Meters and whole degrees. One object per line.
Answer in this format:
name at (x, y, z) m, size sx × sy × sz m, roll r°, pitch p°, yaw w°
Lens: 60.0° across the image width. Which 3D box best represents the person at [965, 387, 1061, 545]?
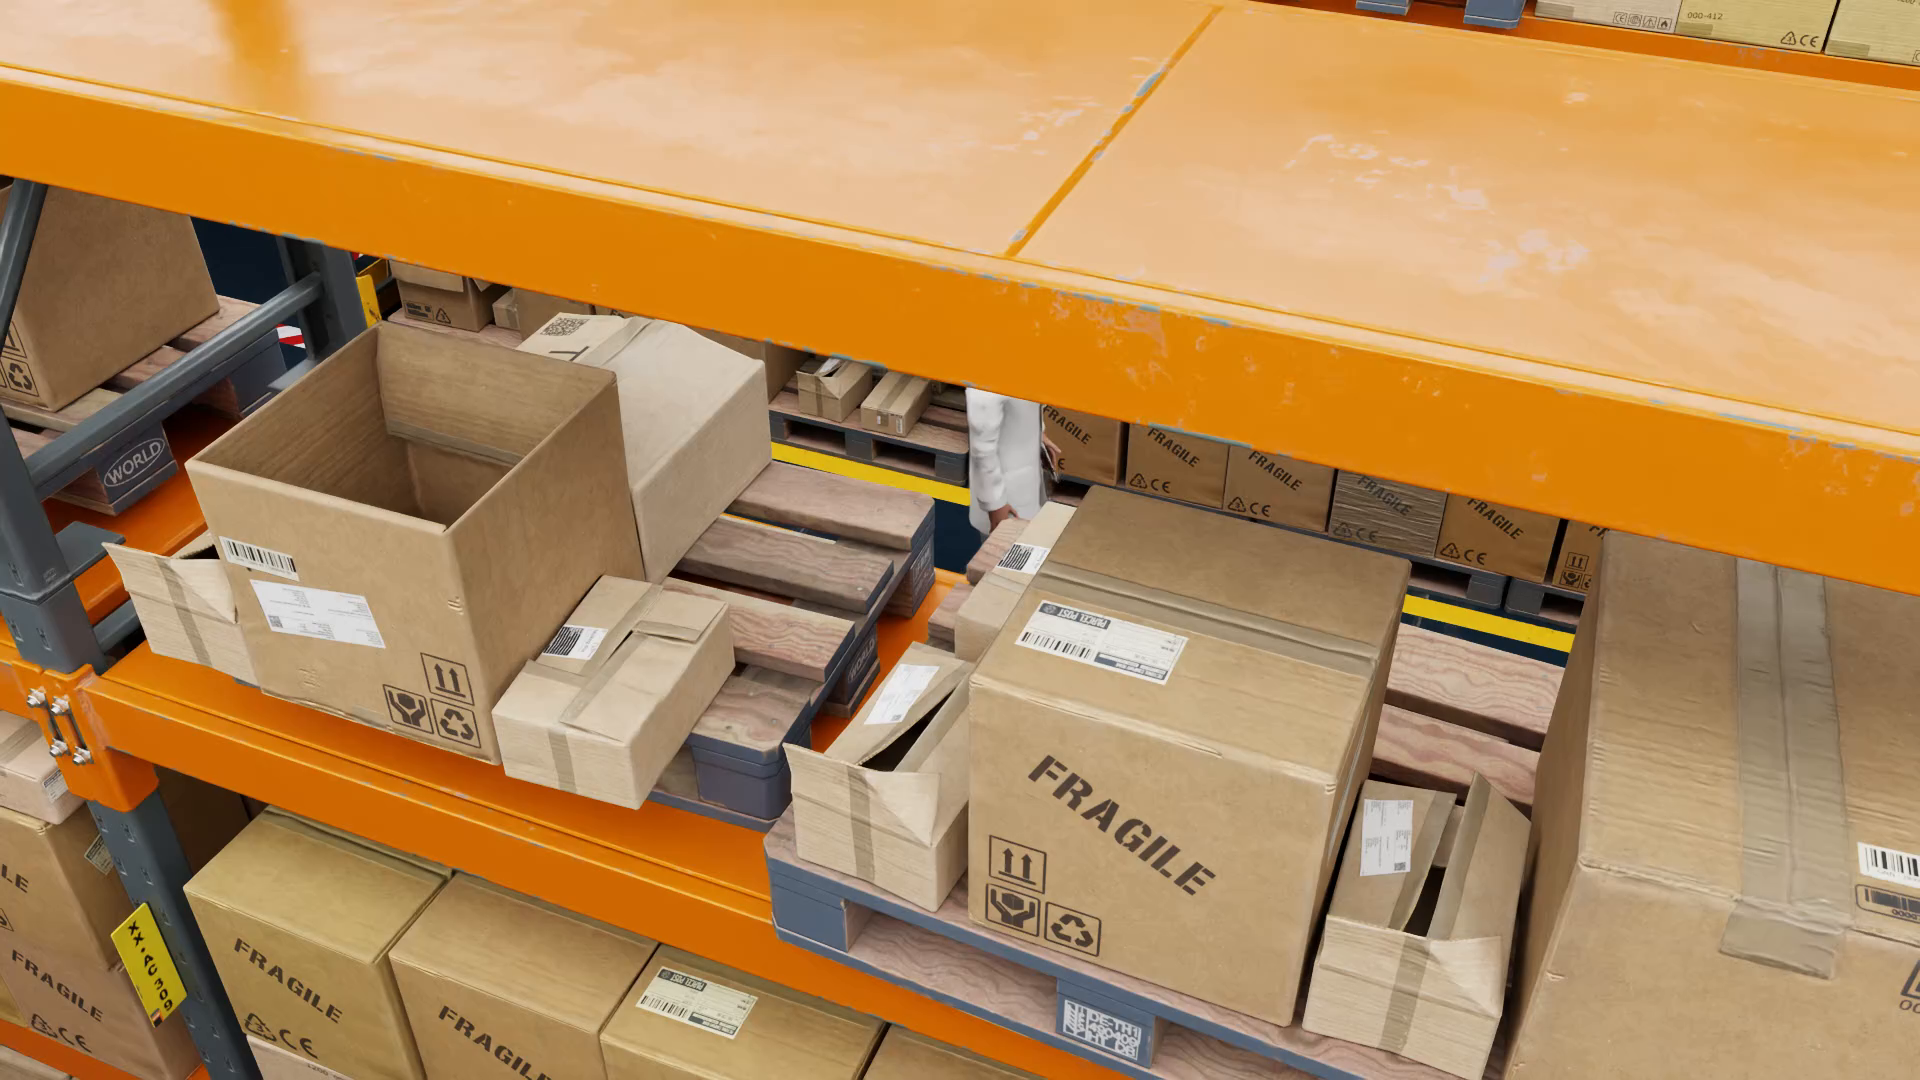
person at (0.220, -0.290, 7.203) m, size 0.460 × 1.804 × 0.623 m, roll 5°, pitch 37°, yaw 7°
